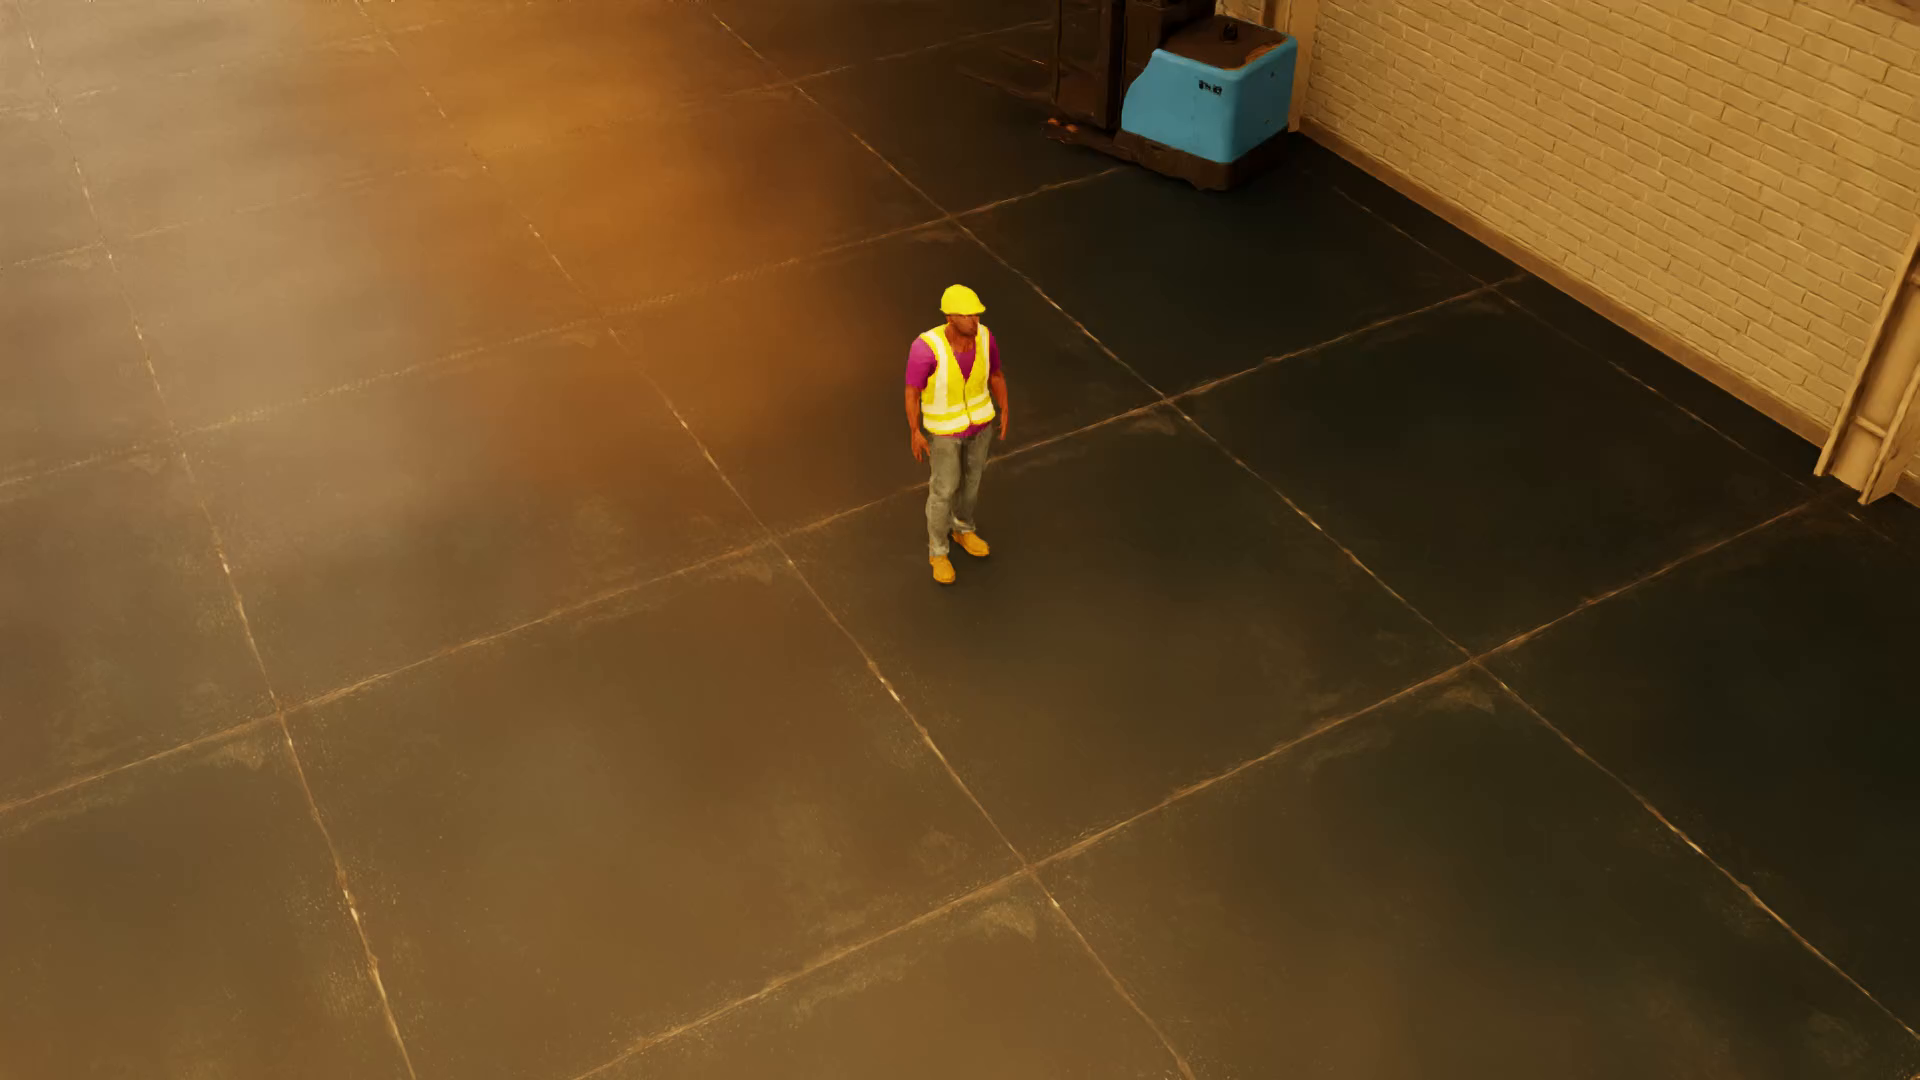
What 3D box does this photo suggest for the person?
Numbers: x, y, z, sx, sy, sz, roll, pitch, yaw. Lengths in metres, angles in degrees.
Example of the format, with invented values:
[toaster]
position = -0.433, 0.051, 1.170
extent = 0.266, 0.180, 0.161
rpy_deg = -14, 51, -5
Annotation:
[person]
position = 0.030, -0.645, 9.715
extent = 0.665, 1.766, 0.576
rpy_deg = -20, 44, -23

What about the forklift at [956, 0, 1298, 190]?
[forklift]
position = 1.336, -4.797, 13.820
extent = 3.031, 2.935, 1.130
rpy_deg = 28, 47, 30
